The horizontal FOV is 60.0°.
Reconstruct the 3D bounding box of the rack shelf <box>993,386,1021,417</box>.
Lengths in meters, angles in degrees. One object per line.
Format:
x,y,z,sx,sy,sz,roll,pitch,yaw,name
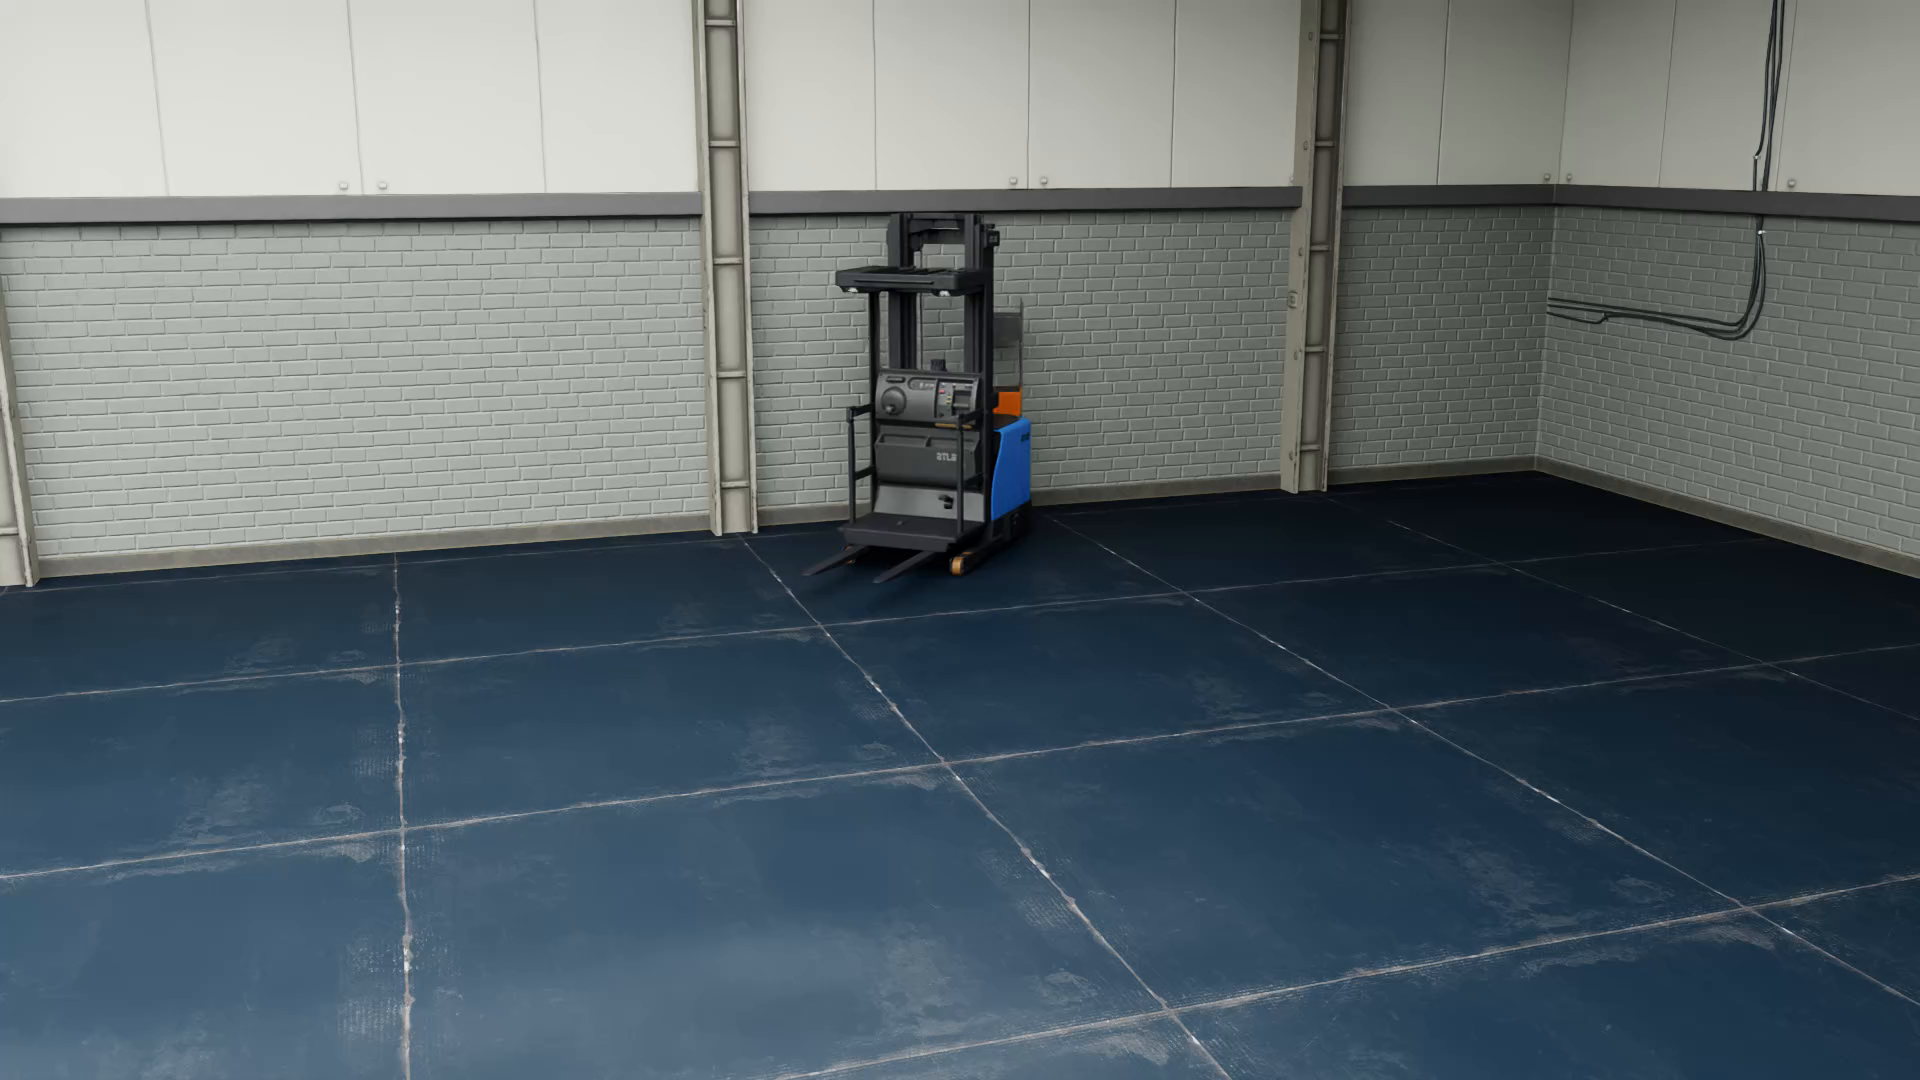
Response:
0.332,-1.210,15.753,0.480,0.518,0.431,0,13,0,rack shelf

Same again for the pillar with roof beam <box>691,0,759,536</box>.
-0.732,-3.520,10.493,0.400,9.000,9.100,-4,14,-18,pillar with roof beam

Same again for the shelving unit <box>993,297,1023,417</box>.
0.337,-1.224,15.750,0.492,2.100,0.431,0,13,0,shelving unit

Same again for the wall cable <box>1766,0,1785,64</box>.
7.658,-5.187,13.300,0.112,2.526,3.097,-4,14,-18,wall cable

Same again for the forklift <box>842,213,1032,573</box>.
-0.359,-1.236,14.004,1.130,2.935,3.031,5,14,21,forklift

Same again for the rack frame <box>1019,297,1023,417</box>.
0.576,-1.224,15.750,0.015,2.100,0.400,0,13,0,rack frame
